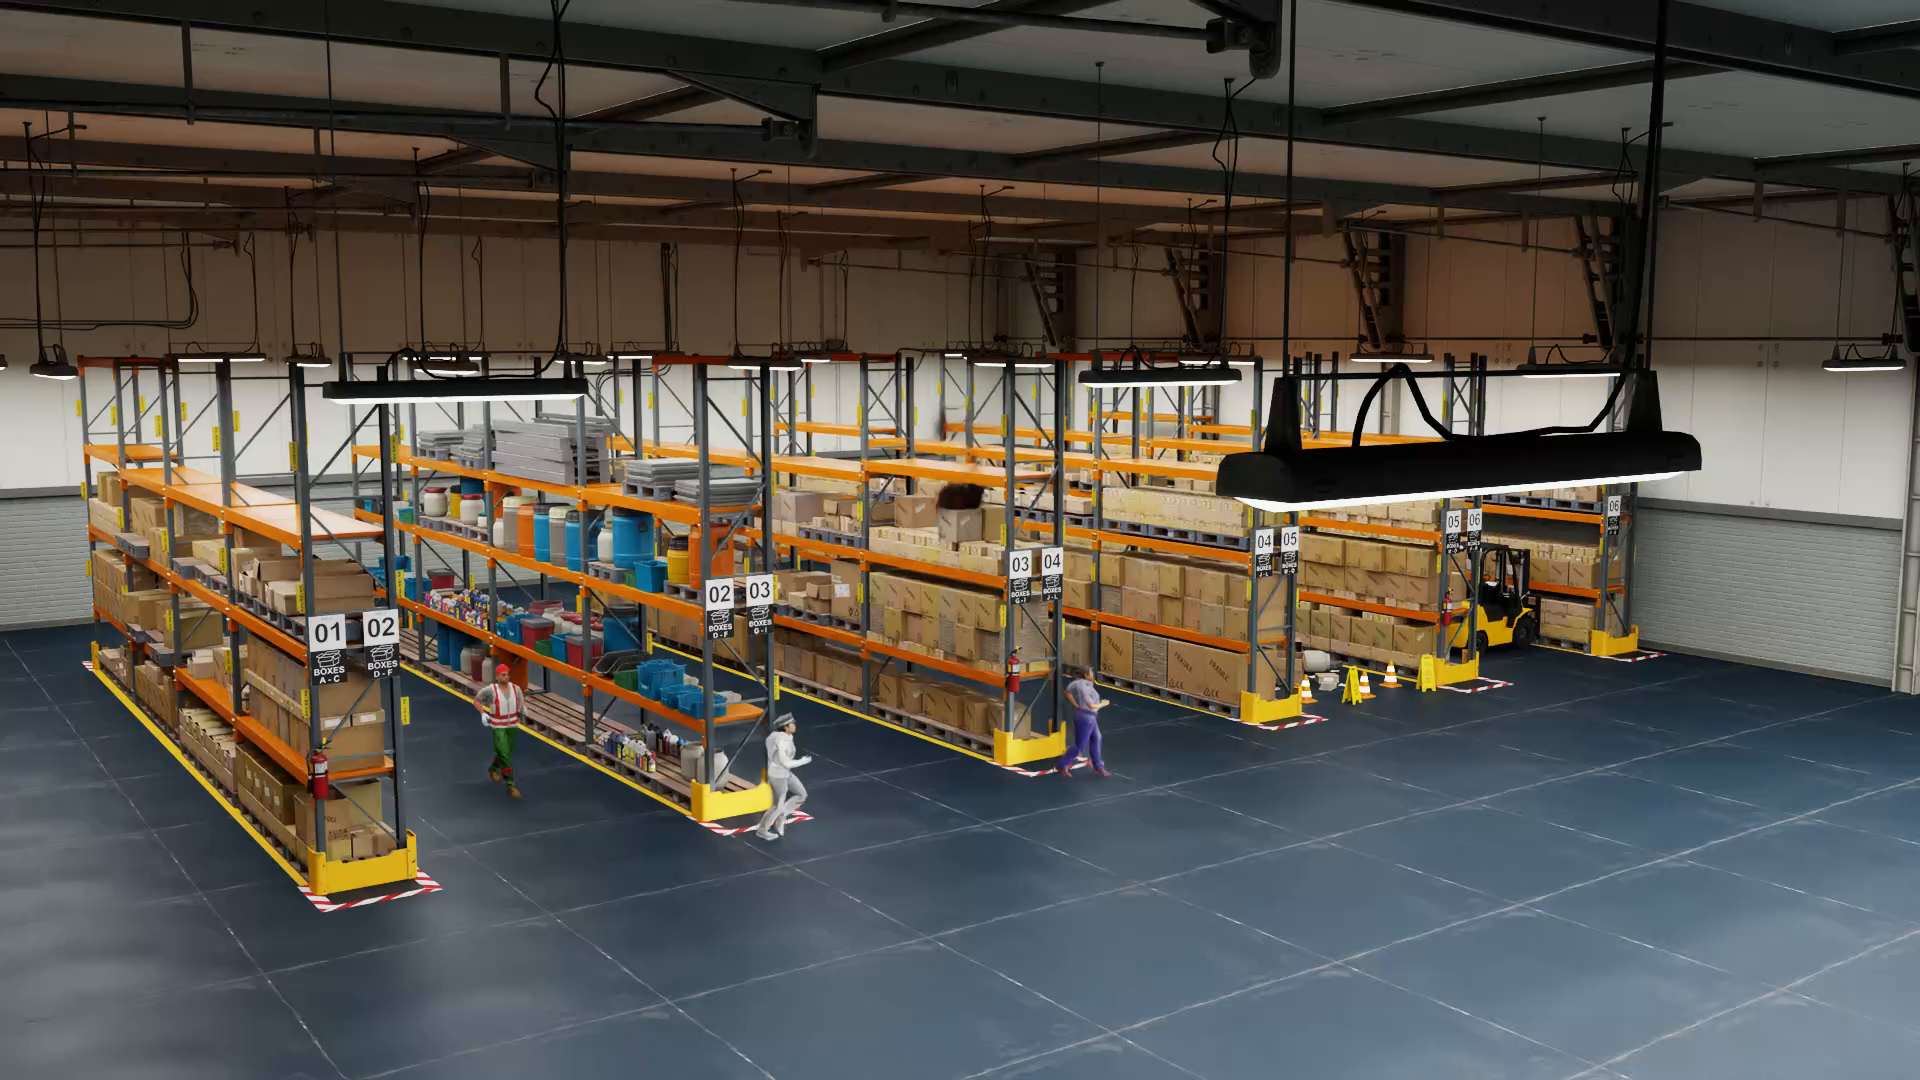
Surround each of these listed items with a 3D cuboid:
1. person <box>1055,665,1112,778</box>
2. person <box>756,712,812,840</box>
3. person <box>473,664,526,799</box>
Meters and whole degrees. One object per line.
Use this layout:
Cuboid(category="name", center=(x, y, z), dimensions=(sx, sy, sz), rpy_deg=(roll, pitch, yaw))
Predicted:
Cuboid(category="person", center=(1.781, 2.623, 23.828), dimensions=(0.863, 1.667, 0.601), rpy_deg=(0, 7, -4))
Cuboid(category="person", center=(-2.217, 2.966, 20.938), dimensions=(0.725, 1.642, 0.648), rpy_deg=(0, 7, -1))
Cuboid(category="person", center=(-6.361, 2.621, 23.181), dimensions=(0.652, 1.805, 0.983), rpy_deg=(-7, 10, -44))
